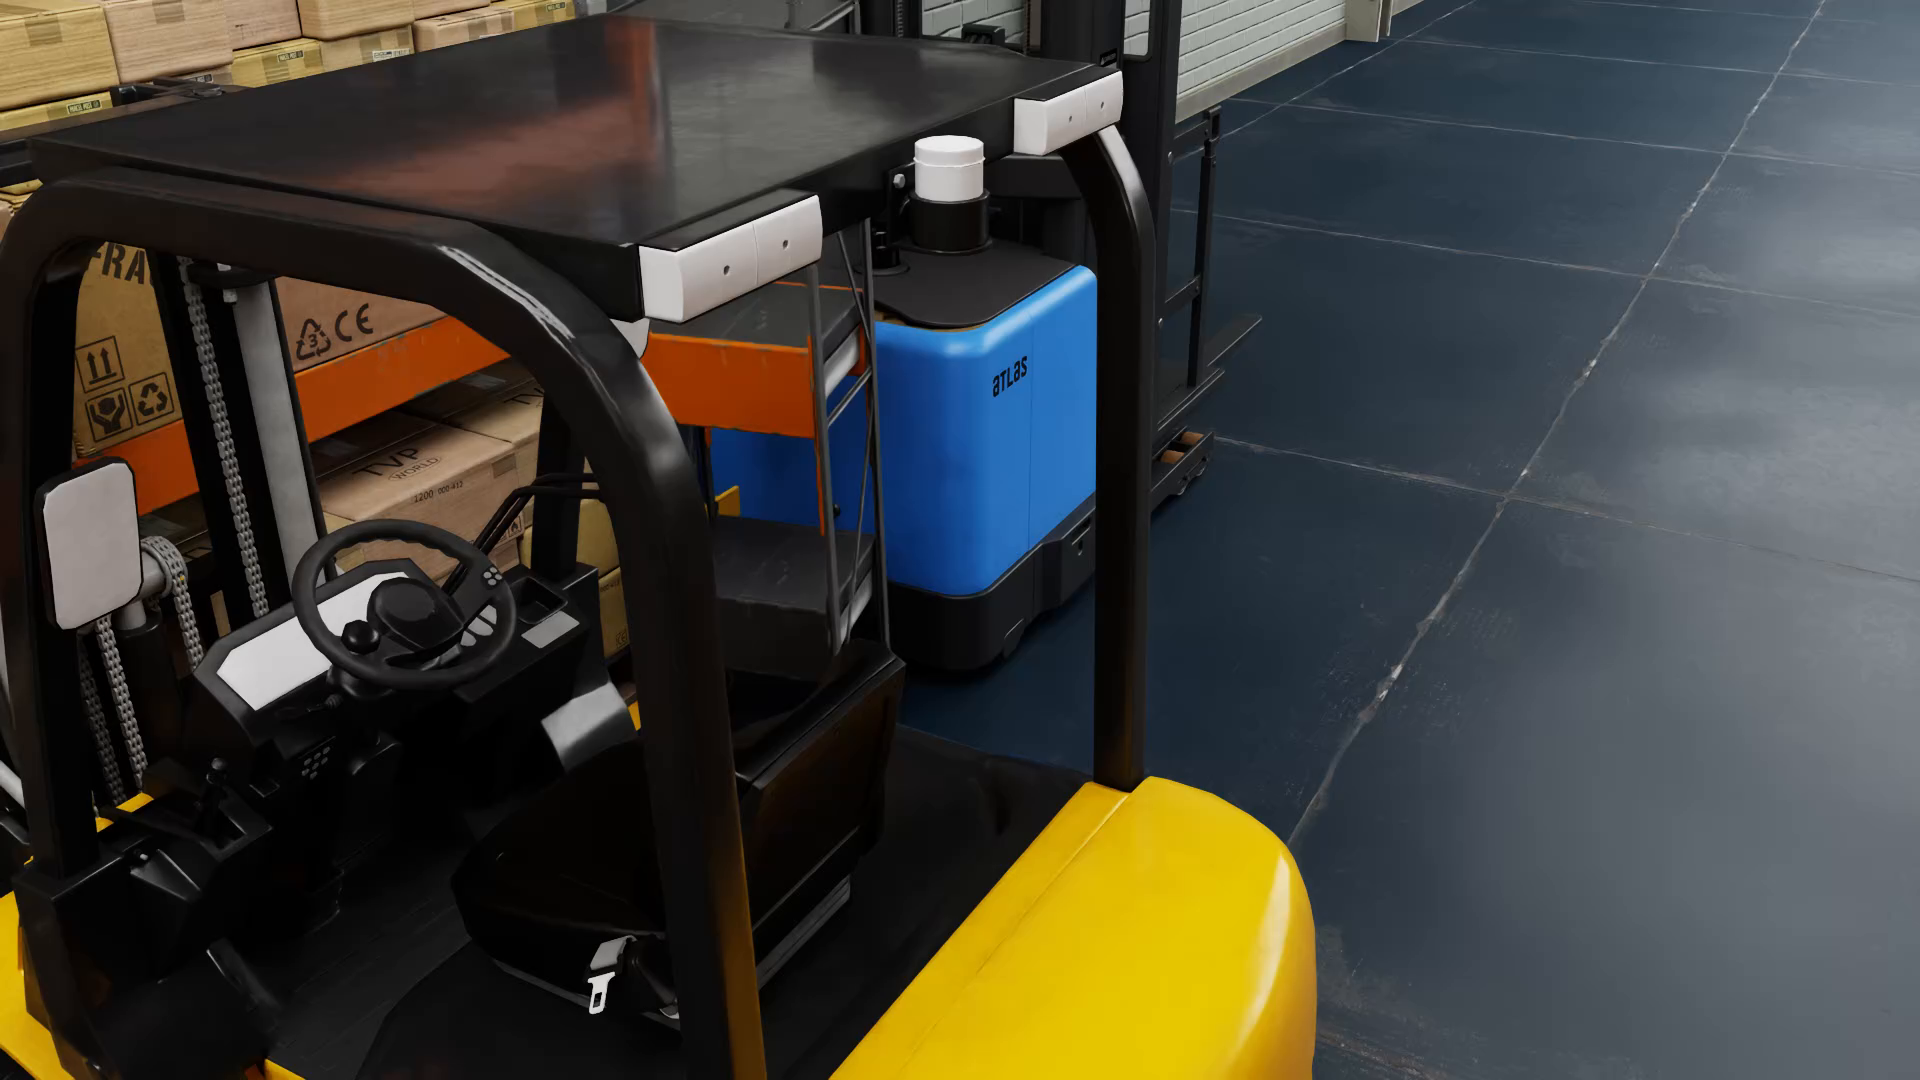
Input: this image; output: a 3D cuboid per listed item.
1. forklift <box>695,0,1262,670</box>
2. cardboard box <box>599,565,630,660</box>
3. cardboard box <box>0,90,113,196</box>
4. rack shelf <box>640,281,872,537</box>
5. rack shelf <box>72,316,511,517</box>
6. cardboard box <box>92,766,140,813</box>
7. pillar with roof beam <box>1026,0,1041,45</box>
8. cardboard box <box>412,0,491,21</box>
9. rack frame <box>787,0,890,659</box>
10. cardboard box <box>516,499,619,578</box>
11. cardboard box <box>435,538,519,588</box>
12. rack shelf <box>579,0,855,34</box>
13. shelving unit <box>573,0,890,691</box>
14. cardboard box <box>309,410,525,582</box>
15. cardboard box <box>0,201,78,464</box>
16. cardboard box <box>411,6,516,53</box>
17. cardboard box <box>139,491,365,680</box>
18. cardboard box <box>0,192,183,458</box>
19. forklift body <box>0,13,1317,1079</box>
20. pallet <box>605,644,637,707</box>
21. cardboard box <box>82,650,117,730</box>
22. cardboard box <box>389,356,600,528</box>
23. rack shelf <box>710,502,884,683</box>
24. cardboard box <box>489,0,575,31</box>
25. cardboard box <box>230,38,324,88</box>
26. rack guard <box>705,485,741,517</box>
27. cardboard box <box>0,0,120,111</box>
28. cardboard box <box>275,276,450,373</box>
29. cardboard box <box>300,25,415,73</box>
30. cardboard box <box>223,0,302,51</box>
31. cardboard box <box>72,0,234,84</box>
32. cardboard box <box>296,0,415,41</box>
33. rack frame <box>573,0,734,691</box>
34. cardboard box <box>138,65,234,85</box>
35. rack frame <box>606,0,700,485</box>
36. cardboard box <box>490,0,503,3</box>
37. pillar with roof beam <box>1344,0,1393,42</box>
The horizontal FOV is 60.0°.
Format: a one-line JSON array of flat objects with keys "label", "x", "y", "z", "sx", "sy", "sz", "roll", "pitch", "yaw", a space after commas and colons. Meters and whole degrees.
[{"label": "forklift", "x": 0.296, "y": -1.558, "z": 5.587, "sx": 1.130, "sy": 2.935, "sz": 3.031, "roll": 13, "pitch": 30, "yaw": 25}, {"label": "cardboard box", "x": -1.189, "y": 0.163, "z": 4.675, "sx": 0.500, "sy": 0.250, "sz": 0.500, "roll": 14, "pitch": 30, "yaw": 26}, {"label": "cardboard box", "x": -1.770, "y": -0.764, "z": 3.089, "sx": 0.380, "sy": 0.149, "sz": 0.250, "roll": 14, "pitch": 30, "yaw": 26}, {"label": "rack shelf", "x": -0.507, "y": -0.360, "z": 4.126, "sx": 0.480, "sy": 0.518, "sz": 0.431, "roll": 7, "pitch": 31, "yaw": 14}, {"label": "rack shelf", "x": -2.217, "y": -0.030, "z": 3.263, "sx": 1.077, "sy": 0.370, "sz": 4.000, "roll": 14, "pitch": 30, "yaw": 26}, {"label": "cardboard box", "x": -1.942, "y": 0.539, "z": 3.367, "sx": 0.500, "sy": 0.250, "sz": 0.500, "roll": 14, "pitch": 30, "yaw": 26}, {"label": "pillar with roof beam", "x": 4.339, "y": -5.131, "z": 5.948, "sx": 9.100, "sy": 9.000, "sz": 0.400, "roll": 14, "pitch": 30, "yaw": 26}, {"label": "cardboard box", "x": -1.320, "y": -1.310, "z": 3.847, "sx": 0.380, "sy": 0.149, "sz": 0.250, "roll": 14, "pitch": 30, "yaw": 26}, {"label": "rack frame", "x": -0.273, "y": -0.342, "z": 4.059, "sx": 0.015, "sy": 2.100, "sz": 0.400, "roll": 7, "pitch": 31, "yaw": 14}, {"label": "cardboard box", "x": -1.201, "y": -0.054, "z": 4.552, "sx": 0.500, "sy": 0.250, "sz": 0.500, "roll": 14, "pitch": 30, "yaw": 25}, {"label": "cardboard box", "x": -1.457, "y": 0.139, "z": 4.166, "sx": 0.500, "sy": 0.250, "sz": 0.500, "roll": 14, "pitch": 30, "yaw": 26}, {"label": "rack shelf", "x": -0.521, "y": -0.968, "z": 3.778, "sx": 0.480, "sy": 0.518, "sz": 0.431, "roll": 7, "pitch": 31, "yaw": 14}, {"label": "shelving unit", "x": -0.508, "y": -0.372, "z": 4.119, "sx": 0.503, "sy": 2.100, "sz": 0.431, "roll": 7, "pitch": 31, "yaw": 14}, {"label": "cardboard box", "x": -1.434, "y": -0.088, "z": 4.061, "sx": 0.500, "sy": 0.250, "sz": 0.500, "roll": 15, "pitch": 30, "yaw": 27}, {"label": "cardboard box", "x": -2.000, "y": -0.328, "z": 2.943, "sx": 0.500, "sy": 0.500, "sz": 0.500, "roll": 14, "pitch": 30, "yaw": 26}, {"label": "cardboard box", "x": -1.260, "y": -1.163, "z": 3.886, "sx": 0.380, "sy": 0.149, "sz": 0.250, "roll": 15, "pitch": 30, "yaw": 27}, {"label": "cardboard box", "x": -1.674, "y": 0.111, "z": 3.663, "sx": 0.500, "sy": 0.250, "sz": 0.500, "roll": 15, "pitch": 30, "yaw": 27}, {"label": "cardboard box", "x": -1.762, "y": -0.526, "z": 3.339, "sx": 0.500, "sy": 0.500, "sz": 0.500, "roll": 14, "pitch": 30, "yaw": 25}, {"label": "forklift body", "x": -0.578, "y": 0.389, "z": 2.570, "sx": 2.313, "sy": 2.155, "sz": 1.214, "roll": 14, "pitch": 30, "yaw": 26}, {"label": "pallet", "x": -1.573, "y": 0.423, "z": 4.669, "sx": 1.003, "sy": 0.211, "sz": 1.213, "roll": 14, "pitch": 30, "yaw": 26}, {"label": "cardboard box", "x": -1.930, "y": 0.307, "z": 3.272, "sx": 0.500, "sy": 0.250, "sz": 0.500, "roll": 14, "pitch": 30, "yaw": 25}, {"label": "cardboard box", "x": -1.188, "y": -0.288, "z": 4.461, "sx": 0.500, "sy": 0.250, "sz": 0.500, "roll": 15, "pitch": 30, "yaw": 28}, {"label": "rack shelf", "x": -0.494, "y": 0.247, "z": 4.474, "sx": 0.480, "sy": 0.518, "sz": 0.431, "roll": 7, "pitch": 31, "yaw": 14}, {"label": "cardboard box", "x": -1.160, "y": -1.269, "z": 4.098, "sx": 0.380, "sy": 0.149, "sz": 0.250, "roll": 15, "pitch": 30, "yaw": 27}, {"label": "cardboard box", "x": -1.573, "y": -0.981, "z": 3.523, "sx": 0.380, "sy": 0.149, "sz": 0.250, "roll": 14, "pitch": 30, "yaw": 26}, {"label": "rack guard", "x": -1.222, "y": -0.023, "z": 5.237, "sx": 1.175, "sy": 0.500, "sz": 0.348, "roll": 14, "pitch": 30, "yaw": 26}, {"label": "cardboard box", "x": -1.767, "y": -0.893, "z": 3.015, "sx": 0.380, "sy": 0.149, "sz": 0.250, "roll": 15, "pitch": 30, "yaw": 27}, {"label": "cardboard box", "x": -1.510, "y": -0.726, "z": 3.738, "sx": 0.500, "sy": 0.500, "sz": 0.500, "roll": 15, "pitch": 30, "yaw": 28}, {"label": "cardboard box", "x": -1.441, "y": -1.075, "z": 3.711, "sx": 0.380, "sy": 0.149, "sz": 0.250, "roll": 15, "pitch": 30, "yaw": 27}, {"label": "cardboard box", "x": -1.613, "y": -1.121, "z": 3.471, "sx": 0.380, "sy": 0.149, "sz": 0.250, "roll": 14, "pitch": 30, "yaw": 26}, {"label": "cardboard box", "x": -1.644, "y": -0.995, "z": 3.219, "sx": 0.380, "sy": 0.149, "sz": 0.250, "roll": 15, "pitch": 30, "yaw": 27}, {"label": "cardboard box", "x": -1.426, "y": -1.202, "z": 3.632, "sx": 0.380, "sy": 0.149, "sz": 0.250, "roll": 15, "pitch": 30, "yaw": 27}, {"label": "rack frame", "x": -0.742, "y": -0.402, "z": 4.180, "sx": 0.015, "sy": 2.100, "sz": 0.400, "roll": 7, "pitch": 31, "yaw": 14}, {"label": "cardboard box", "x": -1.663, "y": -0.867, "z": 3.294, "sx": 0.380, "sy": 0.149, "sz": 0.250, "roll": 13, "pitch": 29, "yaw": 24}, {"label": "rack frame", "x": -1.233, "y": -1.131, "z": 4.659, "sx": 1.000, "sy": 3.000, "sz": 0.127, "roll": 14, "pitch": 30, "yaw": 26}, {"label": "cardboard box", "x": -1.226, "y": -1.413, "z": 4.053, "sx": 0.380, "sy": 0.149, "sz": 0.250, "roll": 14, "pitch": 30, "yaw": 26}, {"label": "pillar with roof beam", "x": 7.291, "y": -7.470, "z": 10.619, "sx": 9.100, "sy": 9.000, "sz": 0.400, "roll": 14, "pitch": 30, "yaw": 26}]
